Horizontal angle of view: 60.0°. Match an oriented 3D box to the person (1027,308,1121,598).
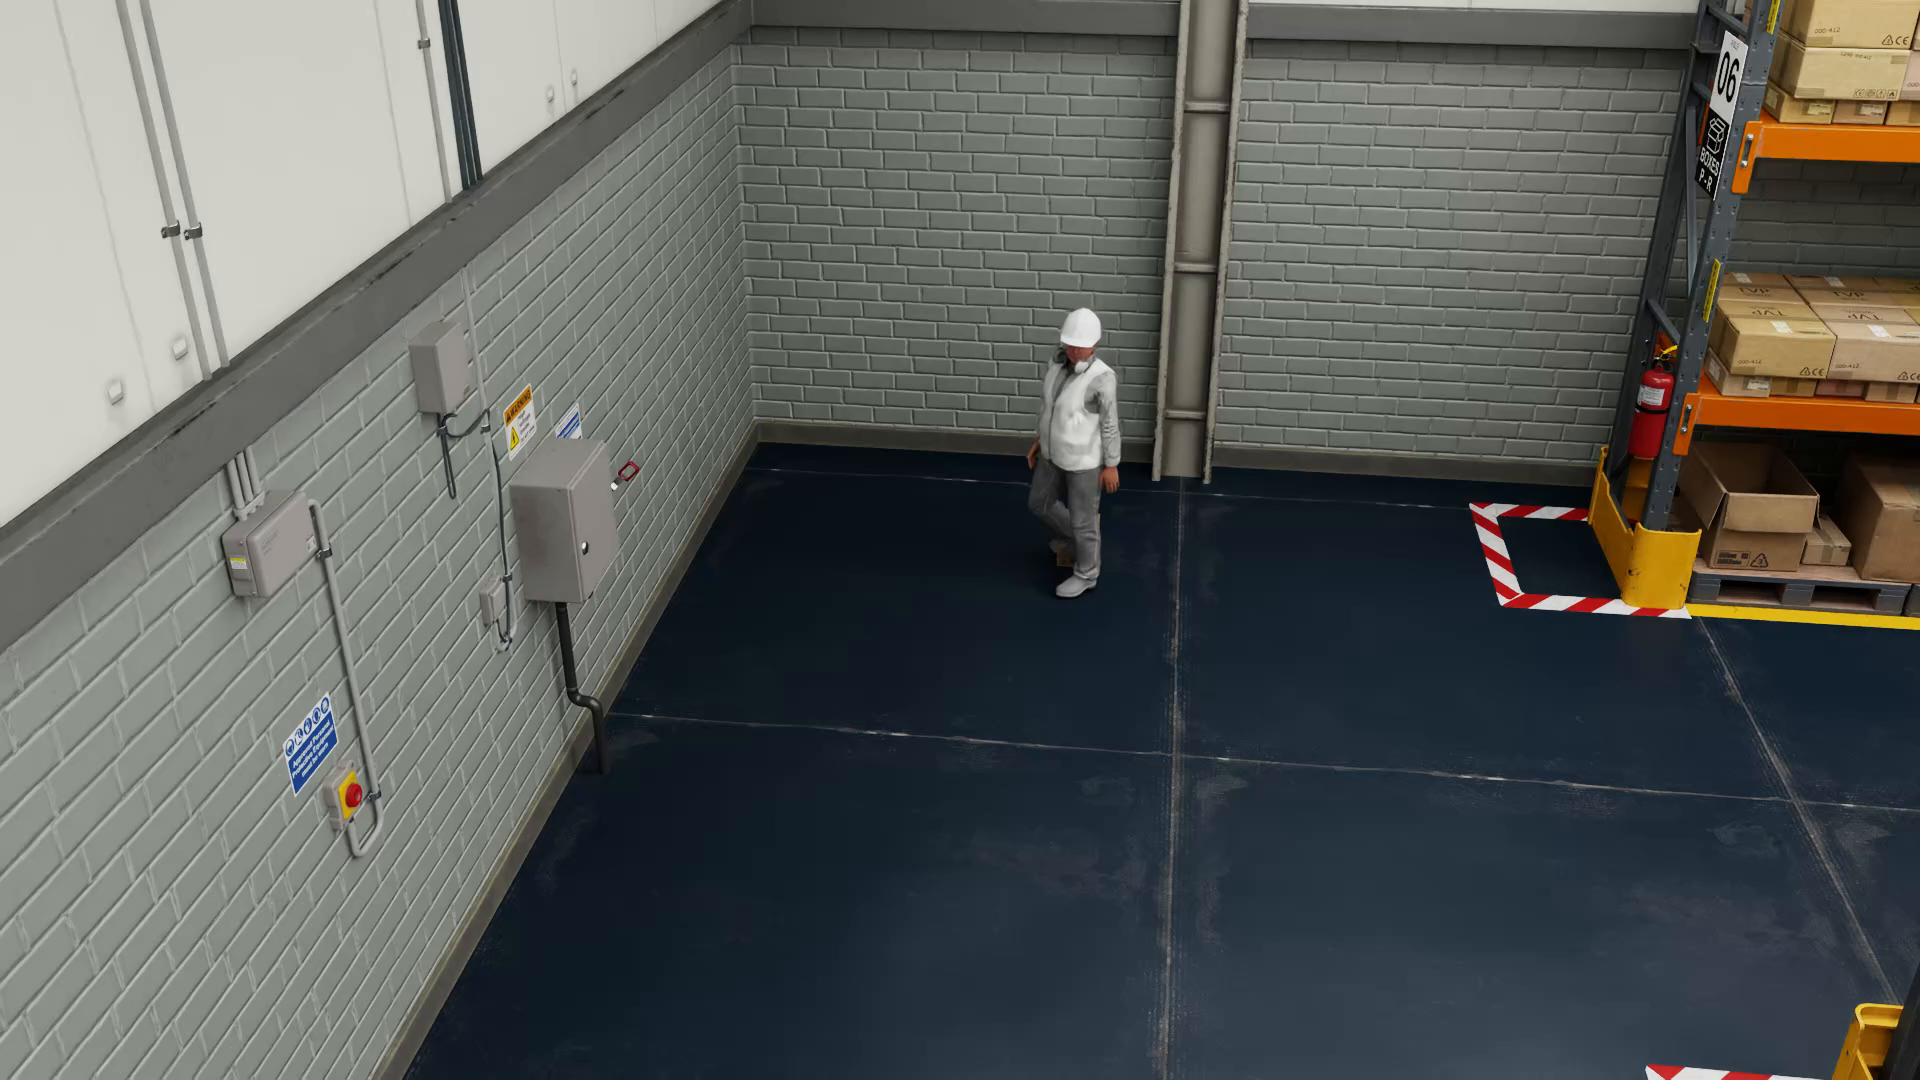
[{"bbox_3d":[0.657,-0.520,9.531,0.473,1.759,0.694,-18,33,-30],"label":"person"}]
